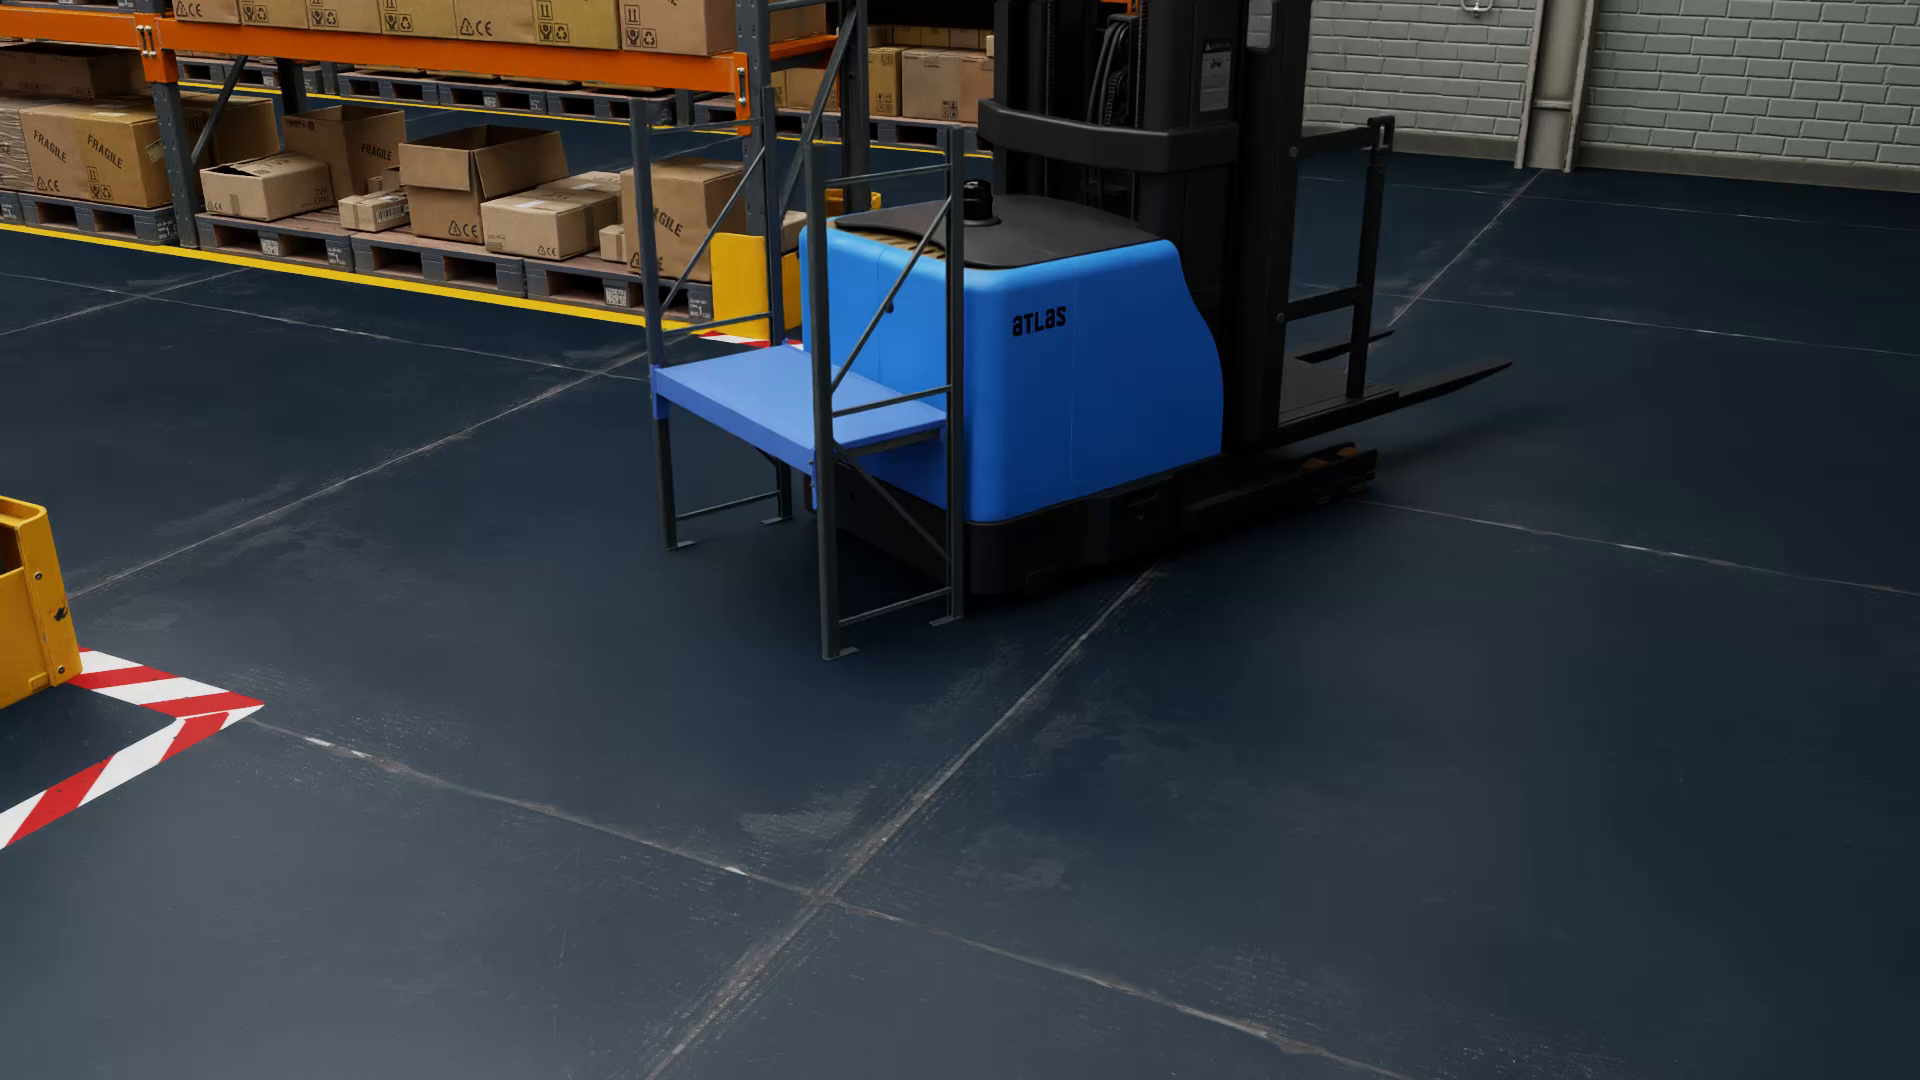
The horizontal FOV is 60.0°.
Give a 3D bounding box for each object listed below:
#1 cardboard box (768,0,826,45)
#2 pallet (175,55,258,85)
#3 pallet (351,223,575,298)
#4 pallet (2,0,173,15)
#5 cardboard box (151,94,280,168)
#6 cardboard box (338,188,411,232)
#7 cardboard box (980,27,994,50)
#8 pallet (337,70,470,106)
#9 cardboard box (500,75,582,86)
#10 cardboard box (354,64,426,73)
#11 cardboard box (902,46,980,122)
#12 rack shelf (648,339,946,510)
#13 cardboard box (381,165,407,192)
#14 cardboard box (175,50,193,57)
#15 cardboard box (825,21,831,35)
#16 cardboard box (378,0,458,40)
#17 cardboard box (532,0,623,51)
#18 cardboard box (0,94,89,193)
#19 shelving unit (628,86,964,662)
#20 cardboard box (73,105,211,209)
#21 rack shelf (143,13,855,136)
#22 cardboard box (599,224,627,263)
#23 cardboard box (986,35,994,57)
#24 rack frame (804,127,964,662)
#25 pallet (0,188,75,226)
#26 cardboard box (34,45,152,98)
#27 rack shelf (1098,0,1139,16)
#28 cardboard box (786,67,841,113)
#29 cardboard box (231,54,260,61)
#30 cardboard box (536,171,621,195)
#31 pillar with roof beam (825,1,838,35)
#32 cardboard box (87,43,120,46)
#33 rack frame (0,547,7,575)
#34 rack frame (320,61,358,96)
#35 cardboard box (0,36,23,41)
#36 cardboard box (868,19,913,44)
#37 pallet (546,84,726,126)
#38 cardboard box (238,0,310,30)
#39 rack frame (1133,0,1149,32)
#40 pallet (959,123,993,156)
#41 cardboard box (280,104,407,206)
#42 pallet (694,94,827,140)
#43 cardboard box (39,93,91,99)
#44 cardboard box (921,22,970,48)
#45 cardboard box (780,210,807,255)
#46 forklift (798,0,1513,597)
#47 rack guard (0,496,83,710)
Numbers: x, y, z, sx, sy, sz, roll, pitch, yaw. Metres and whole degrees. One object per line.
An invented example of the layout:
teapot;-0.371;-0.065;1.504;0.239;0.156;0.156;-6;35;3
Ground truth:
cardboard box;-1.019;-2.775;8.315;0.500;0.500;0.500;12;26;26
pallet;-7.431;-4.773;16.704;1.213;0.211;1.003;11;25;25
pallet;-2.606;-1.645;9.349;1.213;0.211;1.003;11;25;25
pallet;-4.975;-3.356;10.053;1.213;0.211;1.003;11;25;25
cardboard box;-4.633;-2.488;10.398;0.500;0.500;0.500;10;25;22
cardboard box;-3.258;-1.865;9.360;0.250;0.166;0.380;11;25;25
cardboard box;0.346;-3.901;12.918;0.250;0.149;0.380;11;26;25
pallet;-4.980;-4.253;15.481;1.213;0.211;1.003;11;25;25
cardboard box;-3.513;-4.425;14.532;0.750;0.750;0.750;12;26;26
cardboard box;-5.052;-4.730;15.250;0.750;0.750;0.750;11;25;24
cardboard box;-0.076;-3.598;13.035;0.500;0.500;0.700;10;25;23
rack shelf;-0.502;-0.386;5.201;0.538;0.185;1.000;-16;28;-33
cardboard box;-3.006;-2.096;9.719;0.500;0.311;0.500;11;25;25
cardboard box;-7.634;-5.158;16.678;0.500;0.500;0.700;12;26;25
cardboard box;-1.235;-4.045;13.257;0.250;0.149;0.380;12;26;26
cardboard box;-2.621;-2.858;8.510;0.500;0.500;0.500;11;25;24
cardboard box;-1.729;-2.679;8.089;0.500;0.500;0.500;11;26;25
cardboard box;-5.766;-2.483;10.388;0.500;0.500;0.500;12;26;25
shelving unit;-0.502;-0.552;5.131;0.538;1.500;1.048;-16;28;-33
cardboard box;-4.881;-2.304;9.967;0.500;0.500;0.500;11;25;24
rack shelf;-2.527;-2.581;8.905;4.000;0.370;1.077;11;25;25
cardboard box;-1.659;-1.570;8.667;0.250;0.166;0.380;11;25;25
cardboard box;0.395;-3.723;12.501;0.250;0.149;0.380;12;26;26
rack frame;-0.198;-0.392;4.756;0.500;1.500;0.032;-16;28;-33
pallet;-6.147;-2.327;10.952;1.213;0.211;1.003;11;25;25
cardboard box;-5.526;-3.009;10.667;0.500;0.250;0.500;11;26;25
rack shelf;-0.295;-4.311;12.974;4.000;0.370;1.077;11;25;25
cardboard box;-1.012;-3.781;13.465;0.500;0.500;0.700;11;25;24
cardboard box;-6.723;-4.995;16.293;0.500;0.500;0.700;11;25;24
cardboard box;-1.992;-1.867;9.259;0.500;0.250;0.500;11;25;25
pillar with roof beam;-3.007;-6.431;9.374;0.400;9.000;9.100;11;25;25
cardboard box;-8.555;-5.336;17.097;0.500;0.500;0.700;12;26;26
rack frame;-2.980;-0.829;3.867;0.127;3.000;1.000;11;25;25
rack frame;-5.649;-5.702;15.325;0.127;3.000;1.000;11;25;25
cardboard box;-10.163;-5.630;17.787;0.500;0.500;0.500;9;25;21
cardboard box;-0.567;-4.081;13.341;0.250;0.149;0.380;11;26;25
pallet;-2.802;-3.822;14.468;1.213;0.211;1.003;11;25;25
cardboard box;-3.521;-3.036;8.929;0.500;0.500;0.500;12;26;25
rack frame;1.490;-4.289;12.003;0.127;3.000;1.000;11;25;25
pallet;0.741;-3.120;12.817;1.213;0.211;1.003;11;25;25
cardboard box;-3.675;-2.315;9.994;0.500;0.500;0.500;11;25;25
pallet;-1.436;-3.551;13.830;1.213;0.211;1.003;11;25;25
cardboard box;-5.557;-2.669;10.824;0.500;0.500;0.500;12;26;25
cardboard box;-0.110;-3.990;13.129;0.250;0.149;0.380;11;26;25
cardboard box;-0.960;-1.643;8.861;0.250;0.149;0.380;11;25;25
forklift;0.920;-1.623;5.820;3.031;2.935;1.130;-17;29;-35
rack guard;-2.953;0.321;4.357;0.348;0.500;1.175;11;25;25
